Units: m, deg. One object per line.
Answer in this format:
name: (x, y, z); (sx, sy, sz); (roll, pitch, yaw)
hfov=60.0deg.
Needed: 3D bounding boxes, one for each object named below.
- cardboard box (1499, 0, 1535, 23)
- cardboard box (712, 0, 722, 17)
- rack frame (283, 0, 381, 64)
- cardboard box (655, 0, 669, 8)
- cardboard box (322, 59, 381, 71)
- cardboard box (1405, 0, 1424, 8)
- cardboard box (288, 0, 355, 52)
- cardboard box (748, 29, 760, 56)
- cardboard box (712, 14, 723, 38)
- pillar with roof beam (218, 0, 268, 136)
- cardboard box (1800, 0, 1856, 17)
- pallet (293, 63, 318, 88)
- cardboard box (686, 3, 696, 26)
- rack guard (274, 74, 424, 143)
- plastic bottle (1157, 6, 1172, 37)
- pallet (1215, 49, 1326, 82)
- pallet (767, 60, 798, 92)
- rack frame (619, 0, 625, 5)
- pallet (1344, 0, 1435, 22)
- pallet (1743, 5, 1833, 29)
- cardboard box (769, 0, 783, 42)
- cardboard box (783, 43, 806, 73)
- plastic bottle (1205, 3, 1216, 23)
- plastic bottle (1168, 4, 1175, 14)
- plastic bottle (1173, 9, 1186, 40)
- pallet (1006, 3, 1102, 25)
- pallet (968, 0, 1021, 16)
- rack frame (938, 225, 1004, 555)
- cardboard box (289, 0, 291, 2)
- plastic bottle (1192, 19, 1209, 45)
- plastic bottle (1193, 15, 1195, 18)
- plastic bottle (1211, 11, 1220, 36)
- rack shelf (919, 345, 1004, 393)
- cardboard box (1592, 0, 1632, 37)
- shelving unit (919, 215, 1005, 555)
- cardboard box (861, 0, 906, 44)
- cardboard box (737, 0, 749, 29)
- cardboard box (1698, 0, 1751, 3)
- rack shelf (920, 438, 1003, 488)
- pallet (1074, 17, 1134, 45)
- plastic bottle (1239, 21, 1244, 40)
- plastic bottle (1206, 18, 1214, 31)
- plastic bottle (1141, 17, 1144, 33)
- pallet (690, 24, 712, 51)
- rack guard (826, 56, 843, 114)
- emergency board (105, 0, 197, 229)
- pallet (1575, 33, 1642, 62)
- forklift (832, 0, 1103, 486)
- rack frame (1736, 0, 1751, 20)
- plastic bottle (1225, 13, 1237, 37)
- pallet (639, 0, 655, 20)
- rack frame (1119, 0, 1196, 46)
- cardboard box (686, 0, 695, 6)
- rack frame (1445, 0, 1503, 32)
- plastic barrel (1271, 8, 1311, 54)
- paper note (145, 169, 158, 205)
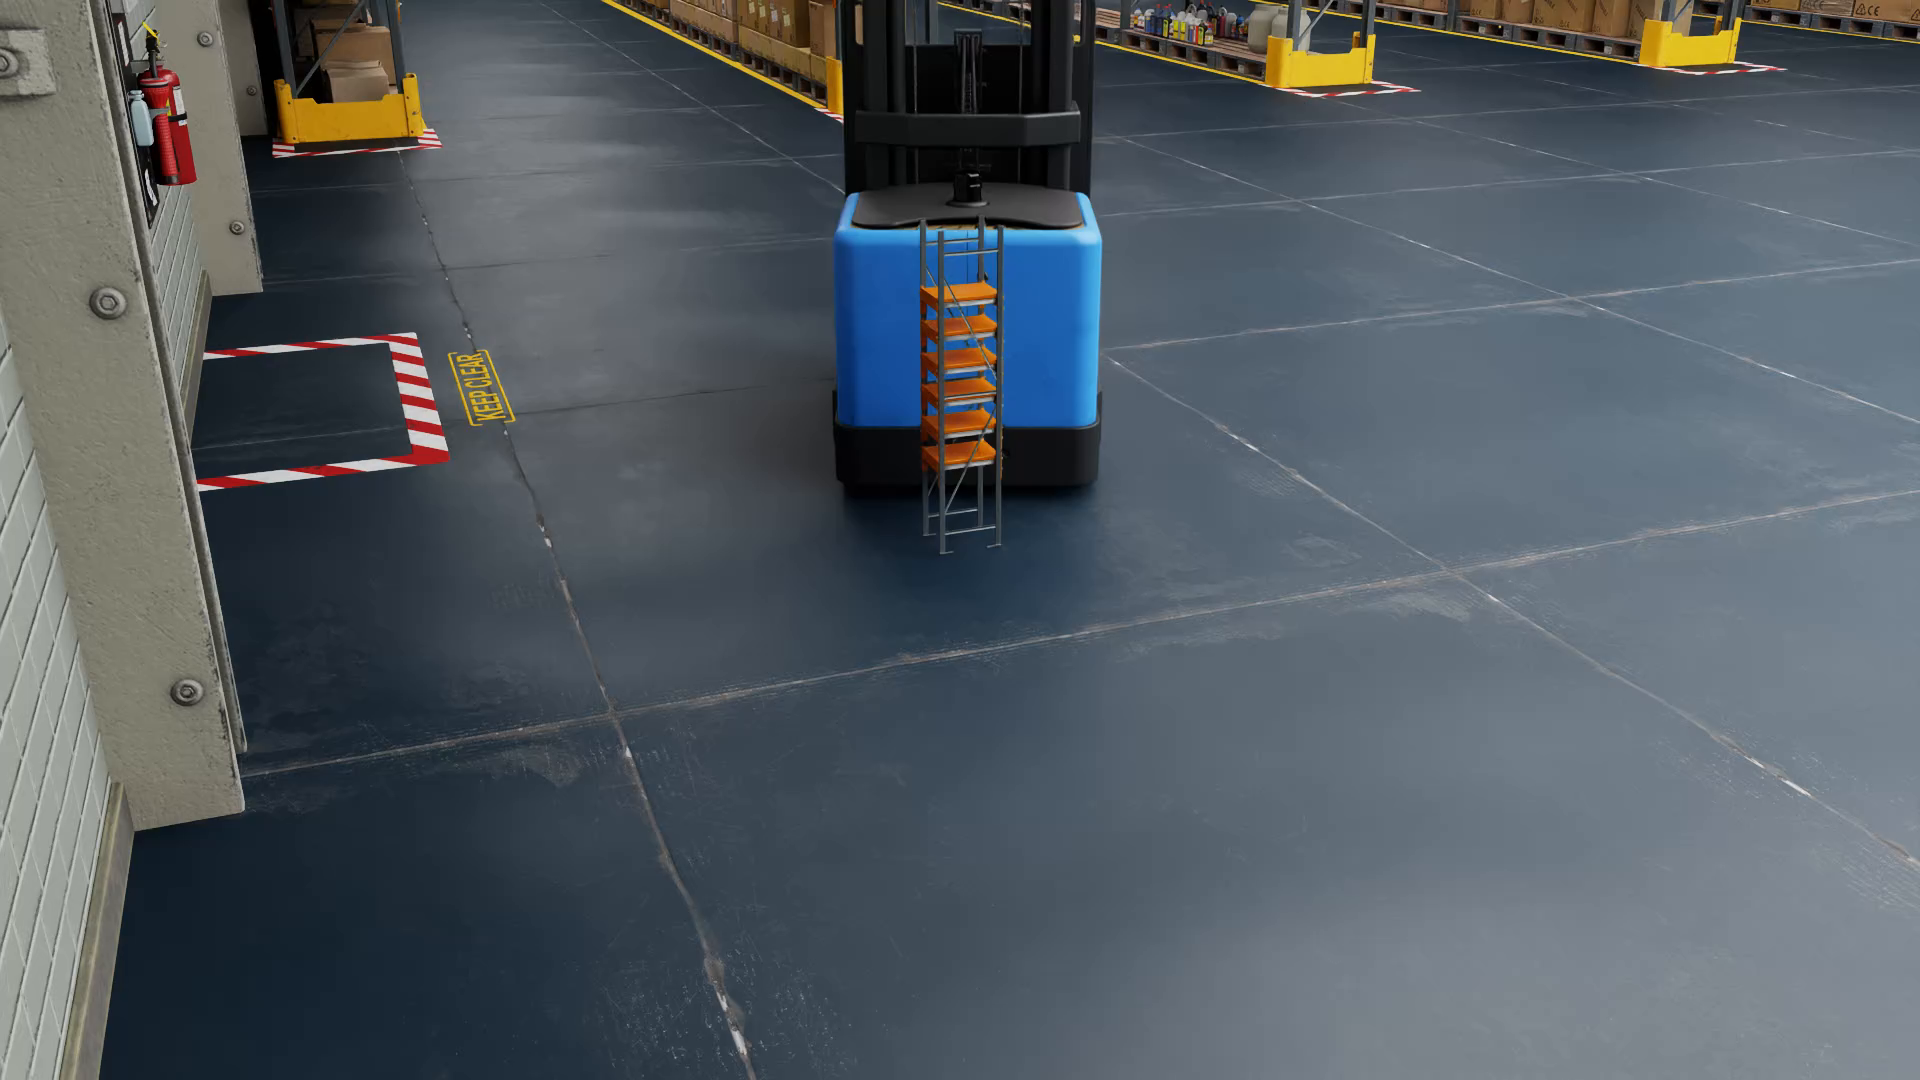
cardboard box: (7.466, -7.098, 21.906); (0.500, 0.500, 0.500); (-1, 23, -2)
cardboard box: (-2.717, -6.537, 20.175); (0.500, 0.311, 0.500); (-8, 24, -18)
rack frame: (-6.749, -6.375, 17.514); (1.000, 3.000, 0.127); (-8, 24, -19)
cardboard box: (-4.079, -7.868, 23.708); (0.500, 0.500, 0.500); (-7, 24, -17)
cardboard box: (-5.698, -4.356, 15.619); (0.500, 0.311, 0.500); (-6, 24, -15)
cardboard box: (6.805, -7.867, 23.705); (0.700, 0.500, 0.500); (-8, 24, -19)
cardboard box: (-7.254, -5.872, 18.972); (0.700, 0.500, 0.500); (-9, 24, -20)
cardboard box: (-2.064, -5.590, 18.651); (0.500, 0.250, 0.500); (-8, 24, -19)
cardboard box: (-2.711, -6.278, 20.282); (0.500, 0.250, 0.500); (-9, 24, -20)
pillar with roof beam: (-2.365, -8.413, 14.623); (9.100, 9.000, 0.400); (-8, 24, -19)
cardboard box: (12.307, -7.707, 22.869); (0.875, 0.875, 0.875); (-8, 24, -19)
pallet: (-6.479, -4.851, 17.488); (1.003, 0.211, 1.213); (-8, 24, -19)
cardboard box: (-3.251, -6.835, 21.604); (0.500, 0.250, 0.500); (-9, 24, -20)
rack guard: (-5.363, -3.798, 14.616); (1.175, 0.500, 0.348); (-8, 24, -19)
plastic bottle: (2.483, -6.298, 20.174); (0.144, 0.351, 0.185); (-9, 25, -21)
pallet: (3.579, -5.313, 18.584); (1.003, 0.211, 1.213); (-8, 24, -19)
pallet: (-1.440, -5.033, 17.918); (1.003, 0.211, 1.213); (-8, 24, -19)
rack frame: (-4.942, -9.963, 26.026); (1.000, 3.000, 0.127); (-8, 24, -19)
pallet: (6.441, -7.856, 24.617); (1.003, 0.211, 1.213); (-8, 24, -19)
pallet: (12.024, -7.486, 23.739); (1.003, 0.211, 1.213); (-8, 24, -19)
cardboard box: (-1.713, -5.572, 17.642); (0.500, 0.500, 0.500); (-8, 24, -19)
cardboard box: (-1.535, -5.045, 17.357); (0.500, 0.250, 0.500); (-8, 24, -19)
plastic bottle: (3.084, -6.452, 20.541); (0.144, 0.351, 0.185); (-10, 25, -22)
plastic bottle: (2.551, -6.386, 20.384); (0.144, 0.351, 0.185); (-8, 24, -19)
plastic bottle: (2.633, -6.143, 19.808); (0.144, 0.351, 0.185); (-9, 24, -19)
pallet: (1.343, -7.616, 24.048); (1.003, 0.211, 1.213); (-8, 24, -19)
pallet: (0.788, -8.184, 25.395); (1.003, 0.211, 1.213); (-8, 24, -19)
rack frame: (0.037, -0.514, 5.926); (0.240, 1.200, 0.006); (-8, 24, -19)
cardboard box: (-7.786, -6.422, 20.276); (0.700, 0.500, 0.500); (-8, 24, -19)
plastic bottle: (2.810, -5.931, 19.401); (0.152, 0.276, 0.135); (-8, 24, -19)
plastic bottle: (2.763, -6.138, 19.892); (0.152, 0.276, 0.135); (-8, 24, -19)
plastic bottle: (3.111, -6.281, 20.220); (0.061, 0.283, 0.133); (-8, 24, -19)
rack shelf: (0.005, -0.617, 5.975); (0.258, 0.103, 0.180); (-8, 24, -19)
cardboard box: (8.118, -6.444, 20.355); (0.500, 0.500, 0.500); (-2, 23, -5)
shelving unit: (0.005, -0.548, 6.004); (0.258, 1.200, 0.189); (-8, 24, -19)
cardboard box: (-0.863, -5.282, 16.953); (0.500, 0.500, 0.500); (-8, 24, -19)
cardboard box: (-2.245, -6.117, 18.935); (0.500, 0.500, 0.500); (-8, 24, -19)
cardboard box: (11.525, -8.428, 24.740); (1.050, 0.750, 0.750); (-8, 24, -19)
rack shelf: (0.005, -0.286, 6.115); (0.258, 0.103, 0.180); (-8, 24, -19)
pallet: (2.205, -6.730, 21.945); (1.003, 0.211, 1.213); (-8, 24, -19)
plastic bottle: (3.392, -6.093, 19.880); (0.097, 0.201, 0.097); (0, 23, 0)
plastic bottle: (2.909, -5.949, 19.434); (0.061, 0.283, 0.133); (-8, 24, -19)
plastic bottle: (2.293, -6.398, 20.604); (0.097, 0.201, 0.097); (0, 23, 0)
pallet: (-2.848, -6.478, 21.347); (1.003, 0.211, 1.213); (-8, 24, -19)
rack guard: (-0.695, -4.442, 16.146); (1.175, 0.500, 0.348); (-8, 24, -19)
emergency board: (-3.436, -1.974, 7.072); (0.194, 1.169, 0.643); (-8, 24, -19)
pallet: (8.285, -6.003, 20.222); (1.003, 0.211, 1.213); (-8, 24, -19)
forklift: (0.036, -2.087, 7.429); (1.130, 2.935, 3.031); (0, 23, 0)
rack frame: (11.829, -9.058, 23.879); (1.000, 3.000, 0.127); (-8, 24, -19)
plastic bottle: (3.252, -6.241, 20.136); (0.152, 0.276, 0.135); (-8, 24, -18)
pallet: (-4.185, -7.944, 24.825); (1.003, 0.211, 1.213); (-8, 24, -19)
rack frame: (2.519, -7.735, 20.739); (1.000, 3.000, 0.127); (-8, 24, -19)
cardboard box: (-3.248, -7.089, 21.484); (0.500, 0.311, 0.500); (-9, 24, -20)
rack frame: (7.153, -8.414, 22.351); (1.000, 3.000, 0.127); (-8, 24, -19)
plastic barrel: (3.628, -5.557, 18.235); (0.421, 0.512, 0.421); (0, 23, 0)
paper note: (-3.438, -1.495, 7.068); (0.016, 0.148, 0.142); (-8, 24, -19)
